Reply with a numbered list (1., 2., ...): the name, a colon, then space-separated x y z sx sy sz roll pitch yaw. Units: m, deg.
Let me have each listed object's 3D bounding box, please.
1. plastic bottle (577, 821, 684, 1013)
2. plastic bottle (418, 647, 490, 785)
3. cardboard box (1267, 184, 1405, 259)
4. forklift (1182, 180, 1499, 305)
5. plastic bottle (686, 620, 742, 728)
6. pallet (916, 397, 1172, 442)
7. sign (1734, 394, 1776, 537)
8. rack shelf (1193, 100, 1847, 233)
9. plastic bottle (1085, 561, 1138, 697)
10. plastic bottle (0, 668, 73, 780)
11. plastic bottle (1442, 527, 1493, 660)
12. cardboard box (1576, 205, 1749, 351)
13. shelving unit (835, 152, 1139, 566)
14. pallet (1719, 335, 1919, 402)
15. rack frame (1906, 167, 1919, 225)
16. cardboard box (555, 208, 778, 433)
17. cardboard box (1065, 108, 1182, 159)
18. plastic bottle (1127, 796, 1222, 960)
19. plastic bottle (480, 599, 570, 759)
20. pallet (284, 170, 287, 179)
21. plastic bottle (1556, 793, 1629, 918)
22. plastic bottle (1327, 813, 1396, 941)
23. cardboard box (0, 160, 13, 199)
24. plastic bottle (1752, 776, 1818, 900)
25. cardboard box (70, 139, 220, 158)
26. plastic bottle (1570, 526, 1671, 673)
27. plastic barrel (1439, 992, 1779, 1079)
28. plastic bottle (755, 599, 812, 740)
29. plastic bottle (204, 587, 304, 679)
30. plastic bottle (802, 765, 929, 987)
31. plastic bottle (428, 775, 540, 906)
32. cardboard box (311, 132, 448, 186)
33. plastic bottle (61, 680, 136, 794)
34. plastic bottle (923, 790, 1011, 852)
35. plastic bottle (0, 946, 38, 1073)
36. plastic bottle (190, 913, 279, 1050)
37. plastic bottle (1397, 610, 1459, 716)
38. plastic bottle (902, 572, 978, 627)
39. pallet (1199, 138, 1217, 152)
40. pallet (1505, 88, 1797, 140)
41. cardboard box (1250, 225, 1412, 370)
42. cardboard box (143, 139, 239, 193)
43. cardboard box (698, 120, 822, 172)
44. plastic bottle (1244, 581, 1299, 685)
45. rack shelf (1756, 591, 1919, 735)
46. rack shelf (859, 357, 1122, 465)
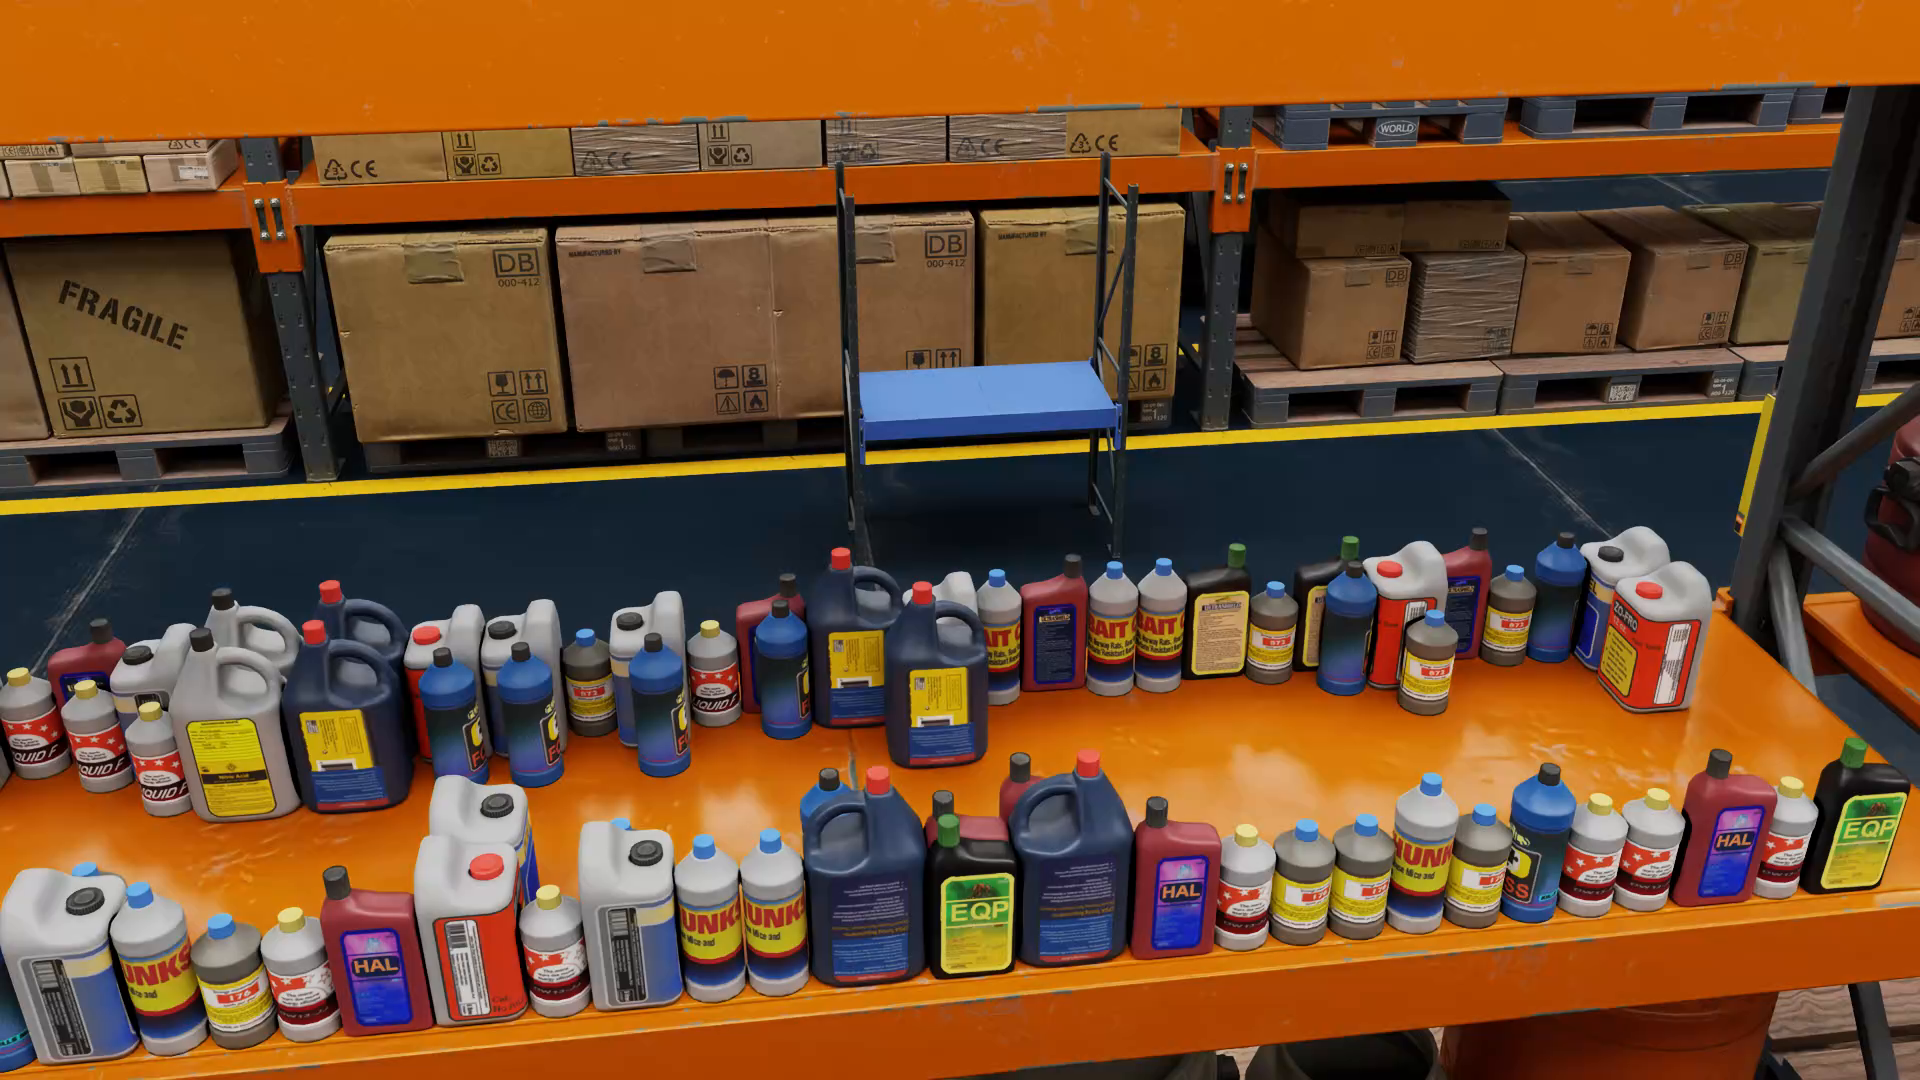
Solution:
1. plastic bottle: -0.496 0.555 2.518 0.135 0.276 0.152 -4 27 -7
2. plastic bottle: -0.912 0.317 2.987 0.097 0.271 0.097 0 27 0
3. cardboard box: 1.776 -1.536 7.892 0.500 0.250 0.500 -3 27 -5
4. forklift: 1.446 -2.862 9.118 3.031 2.935 1.130 1 27 2
5. plastic bottle: -0.474 0.250 3.195 0.097 0.201 0.097 0 27 0
6. pallet: 0.326 -0.806 8.089 1.213 0.211 1.003 -4 27 -7
7. sign: 1.723 -0.144 3.567 0.005 0.325 0.100 -4 27 -7
8. rack shelf: 3.097 -1.870 7.896 4.000 0.370 1.077 -4 27 -7
9. plastic bottle: 0.299 0.169 3.276 0.097 0.271 0.097 0 27 0
10. plastic bottle: -1.698 0.328 3.042 0.097 0.201 0.097 0 27 0
11. plastic bottle: 1.001 0.110 3.377 0.133 0.283 0.061 -4 27 -7
12. cardboard box: 3.438 -1.313 8.280 0.500 0.500 0.700 -6 28 -12
13. shelving unit: 0.084 -0.673 6.418 1.048 1.500 0.538 -4 27 -7
14. pallet: 4.307 -1.026 8.518 1.213 0.211 1.003 -4 27 -7
15. rack frame: 5.078 -2.317 7.980 0.127 3.000 1.000 -4 27 -7
16. cardboard box: -1.329 -1.156 7.586 0.875 0.875 1.225 -5 28 -9
17. cardboard box: 0.663 -1.963 7.181 0.500 0.500 0.500 -3 27 -6
18. plastic bottle: 0.334 0.520 2.579 0.133 0.283 0.061 -4 27 -7
19. plastic bottle: -0.815 0.251 3.111 0.135 0.276 0.152 -4 27 -7
20. pallet: -5.306 -2.678 11.738 1.213 0.211 1.003 -4 27 -7
21. plastic bottle: 1.024 0.504 2.700 0.097 0.201 0.097 0 27 0
22. plastic bottle: 0.638 0.528 2.652 0.097 0.201 0.097 0 27 0
23. cardboard box: -3.864 -1.480 6.623 0.250 0.149 0.380 -3 27 -6
24. plastic bottle: 1.349 0.483 2.741 0.097 0.201 0.097 0 27 0
25. cardboard box: -3.245 -1.727 6.668 0.500 0.250 0.500 -4 27 -8
26. plastic bottle: 1.333 0.113 3.379 0.135 0.276 0.152 -4 27 -7
27. plastic barrel: 1.325 0.994 3.444 0.708 0.830 0.600 -4 27 -7
28. plastic bottle: -0.333 0.238 3.142 0.097 0.271 0.097 0 27 0
29. plastic bottle: -1.290 0.247 3.038 0.185 0.351 0.144 -4 27 -7
30. plastic bottle: -0.145 0.501 2.541 0.185 0.351 0.144 -4 27 -7
31. plastic bottle: -0.747 0.501 2.623 0.135 0.276 0.152 -4 27 -7
32. cardboard box: -2.354 -1.769 6.802 0.500 0.500 0.500 -4 27 -7
33. plastic bottle: -1.557 0.348 3.005 0.097 0.201 0.097 0 27 0
34. plastic bottle: 0.010 0.513 2.593 0.133 0.283 0.061 -4 27 -7
35. plastic bottle: -1.391 0.628 2.382 0.097 0.271 0.097 0 27 0
36. plastic bottle: -1.065 0.638 2.439 0.097 0.201 0.097 0 27 0
37. plastic bottle: 0.911 0.231 3.232 0.097 0.201 0.097 0 27 0
38. plastic bottle: -0.040 0.201 3.208 0.135 0.276 0.152 -4 27 -7
39. pallet: 1.317 -3.086 12.534 1.213 0.211 1.003 -4 27 -7
40. pallet: 3.071 -2.121 7.809 1.213 0.211 1.003 -4 27 -7
41. cardboard box: 1.777 -1.198 8.055 0.500 0.500 0.700 -5 28 -10
42. cardboard box: -3.101 -1.529 6.719 0.250 0.149 0.380 -4 27 -7
43. cardboard box: -0.850 -1.868 6.995 0.500 0.500 0.500 -3 27 -6
44. plastic bottle: 0.624 0.179 3.332 0.097 0.201 0.097 0 27 0
45. rack shelf: 3.787 0.370 3.532 4.000 0.370 1.077 -4 27 -7
46. rack shelf: 0.084 -0.513 6.500 1.000 0.185 0.538 -4 27 -7
